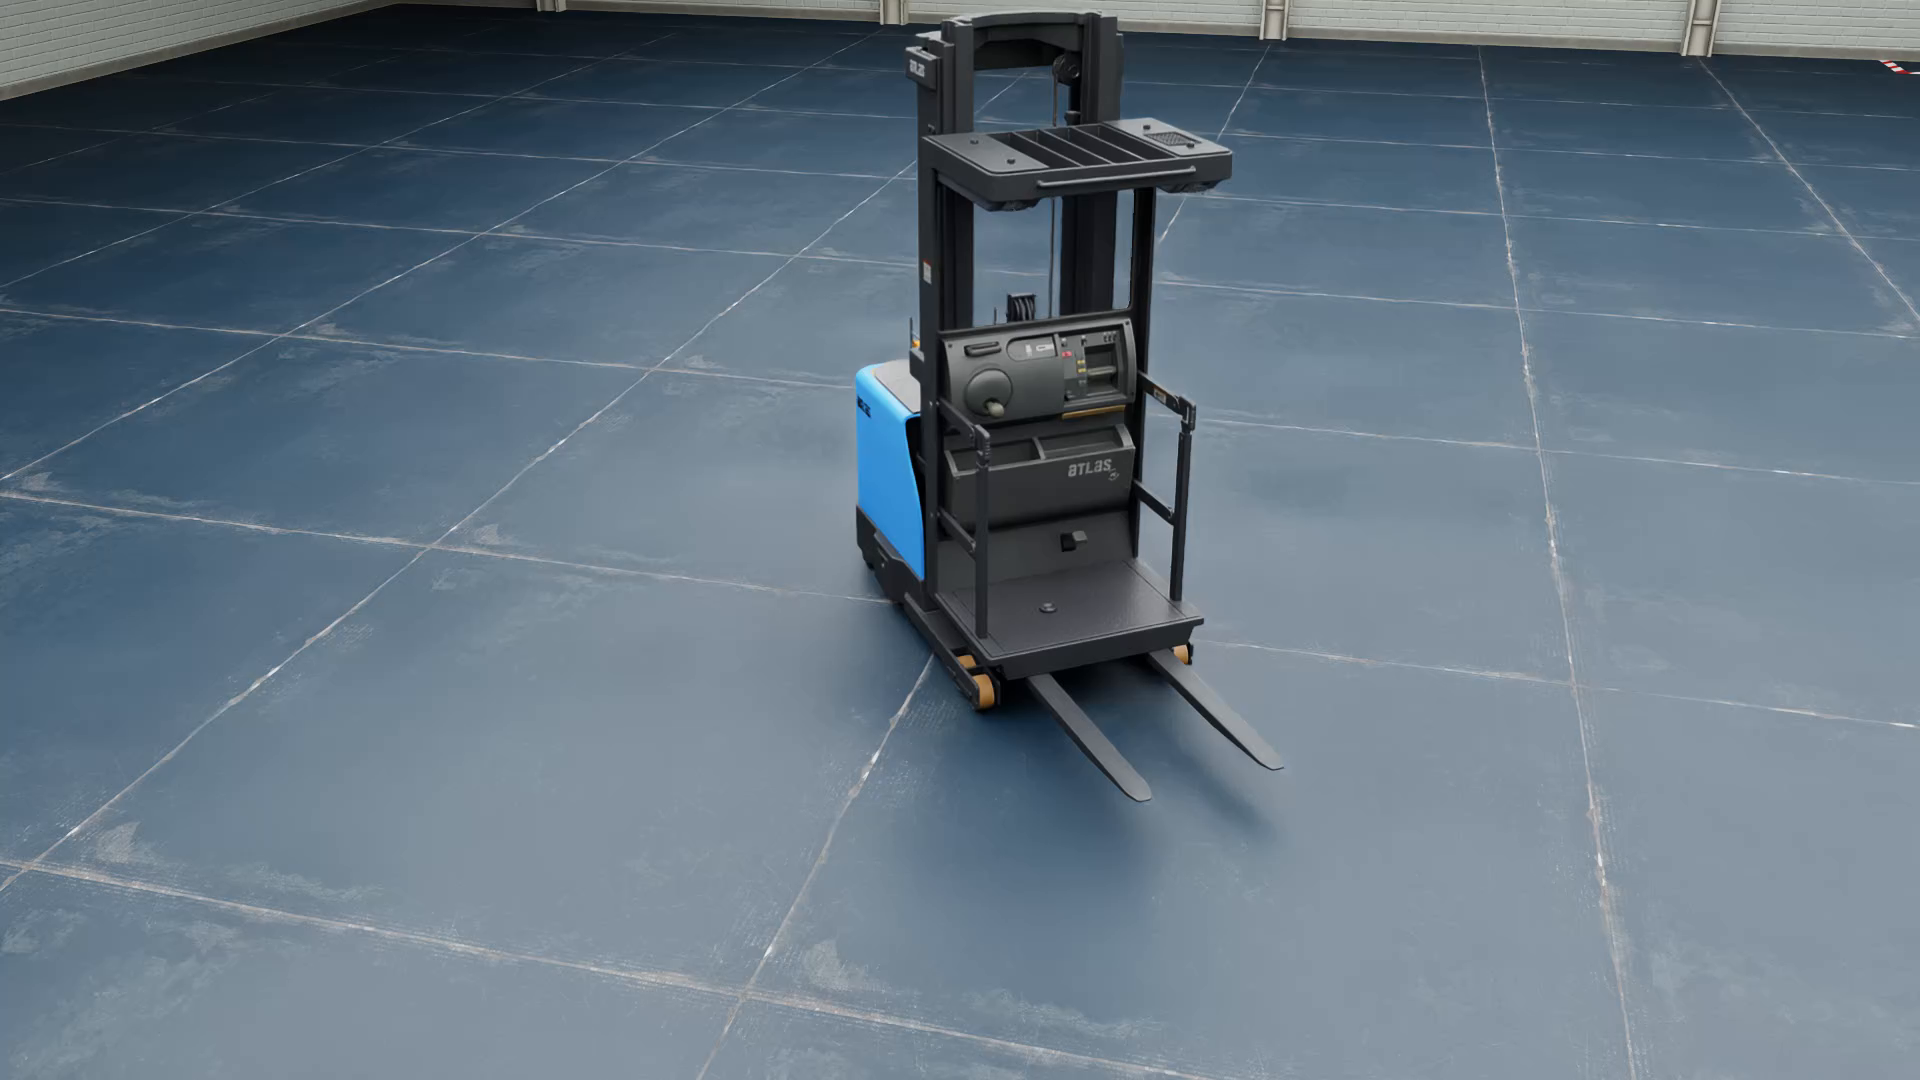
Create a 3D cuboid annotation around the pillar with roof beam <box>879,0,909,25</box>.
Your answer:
[{"bbox_3d":[-2.121,-10.539,20.919,0.400,9.000,9.100,6,26,13],"label":"pillar with roof beam"}]

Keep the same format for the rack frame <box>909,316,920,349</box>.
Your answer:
[{"bbox_3d":[-0.224,-0.619,9.154,0.015,1.200,0.240,-10,27,-20],"label":"rack frame"}]

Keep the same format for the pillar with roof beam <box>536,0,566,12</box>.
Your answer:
[{"bbox_3d":[-7.932,-11.182,22.268,0.400,9.000,9.100,6,26,13],"label":"pillar with roof beam"}]

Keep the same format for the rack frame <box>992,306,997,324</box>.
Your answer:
[{"bbox_3d":[0.229,-0.697,9.318,0.015,1.200,0.240,-10,27,-20],"label":"rack frame"}]

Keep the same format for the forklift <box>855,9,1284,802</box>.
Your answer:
[{"bbox_3d":[0.456,-0.748,7.411,1.130,2.935,3.031,-10,27,-20],"label":"forklift"}]

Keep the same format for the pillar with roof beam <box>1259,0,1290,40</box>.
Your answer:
[{"bbox_3d":[3.690,-9.897,19.569,0.400,9.000,9.100,6,26,13],"label":"pillar with roof beam"}]

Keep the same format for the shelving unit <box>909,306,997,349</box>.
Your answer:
[{"bbox_3d":[0.003,-0.658,9.236,0.503,1.200,0.258,-10,27,-20],"label":"shelving unit"}]

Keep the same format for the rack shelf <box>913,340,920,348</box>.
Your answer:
[{"bbox_3d":[0.003,-1.013,9.067,0.480,0.148,0.258,-10,27,-20],"label":"rack shelf"}]

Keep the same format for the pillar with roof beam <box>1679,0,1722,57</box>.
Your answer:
[{"bbox_3d":[9.501,-9.255,18.220,0.400,9.000,9.100,6,26,13],"label":"pillar with roof beam"}]
